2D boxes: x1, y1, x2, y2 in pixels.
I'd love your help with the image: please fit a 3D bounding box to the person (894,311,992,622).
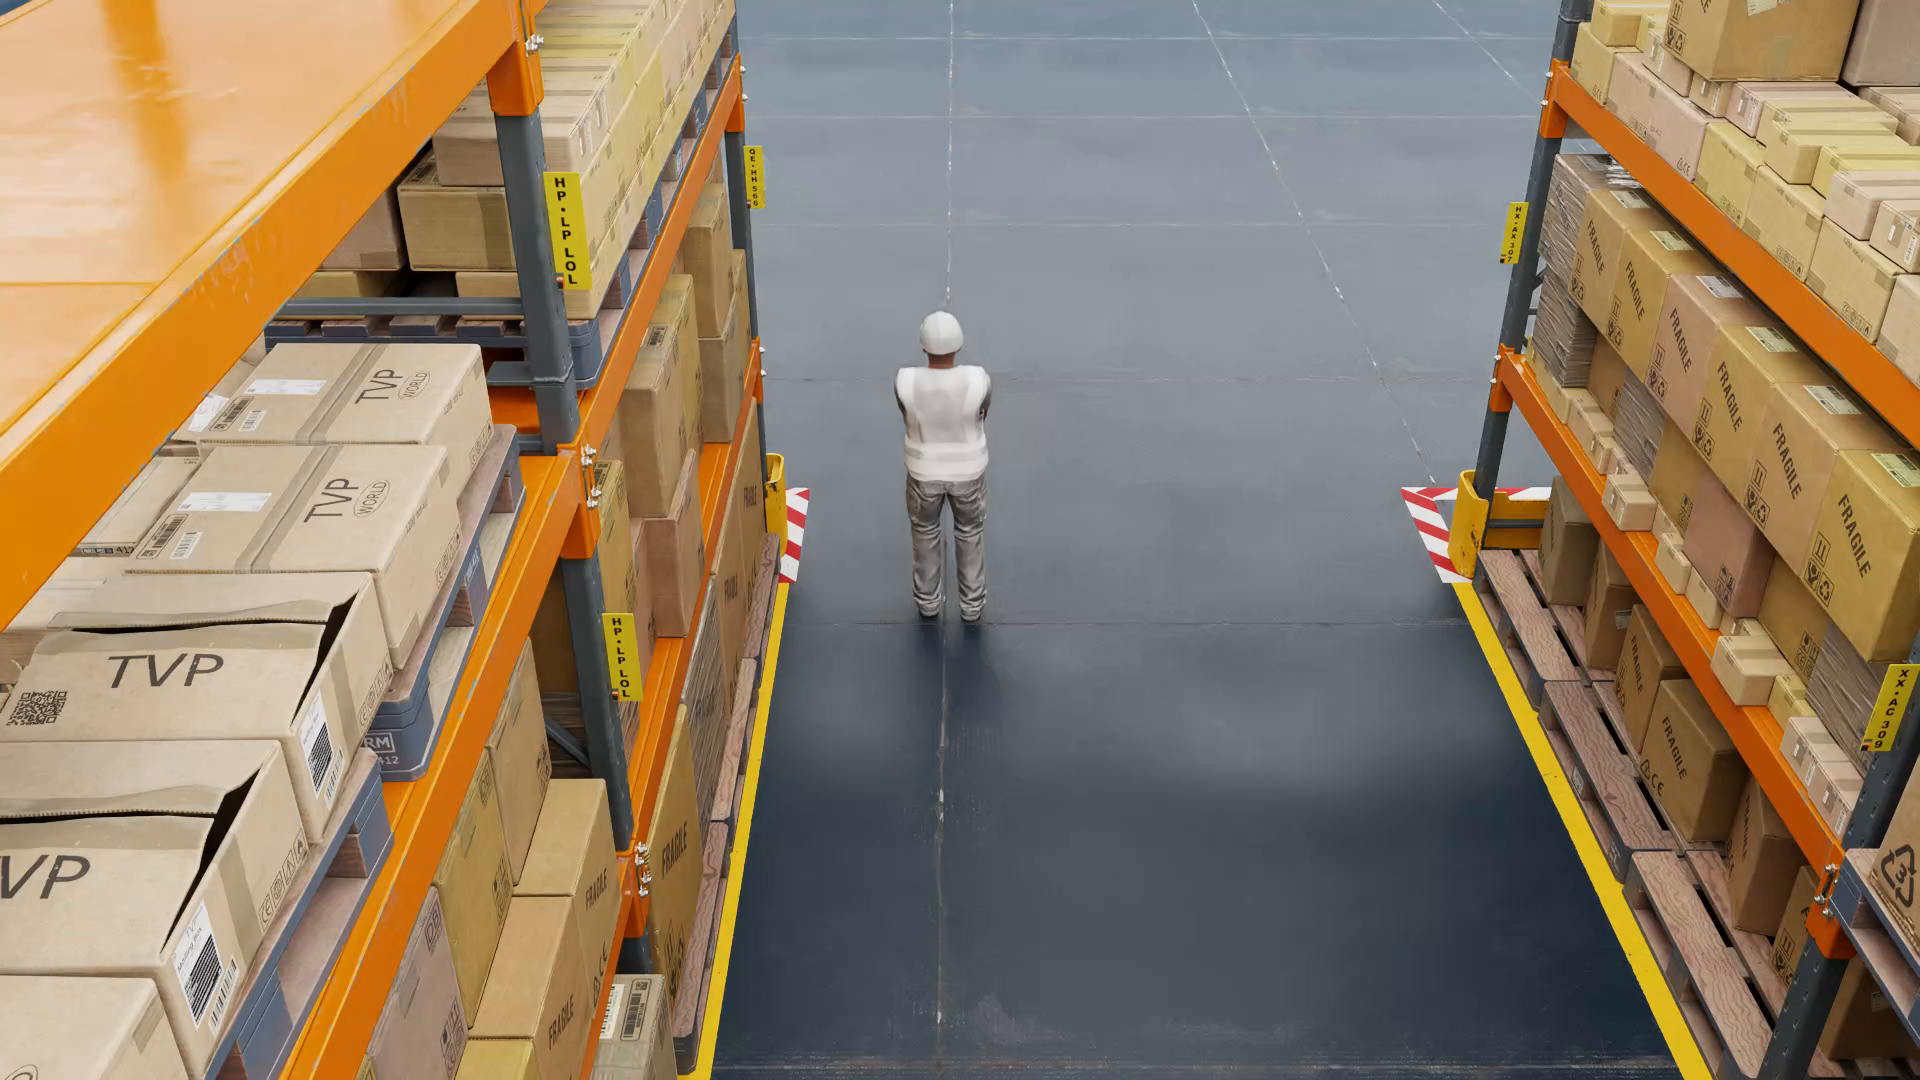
[{"bbox_3d":[-0.085,-0.419,8.617,0.487,1.778,0.575,0,31,0],"label":"person"}]
